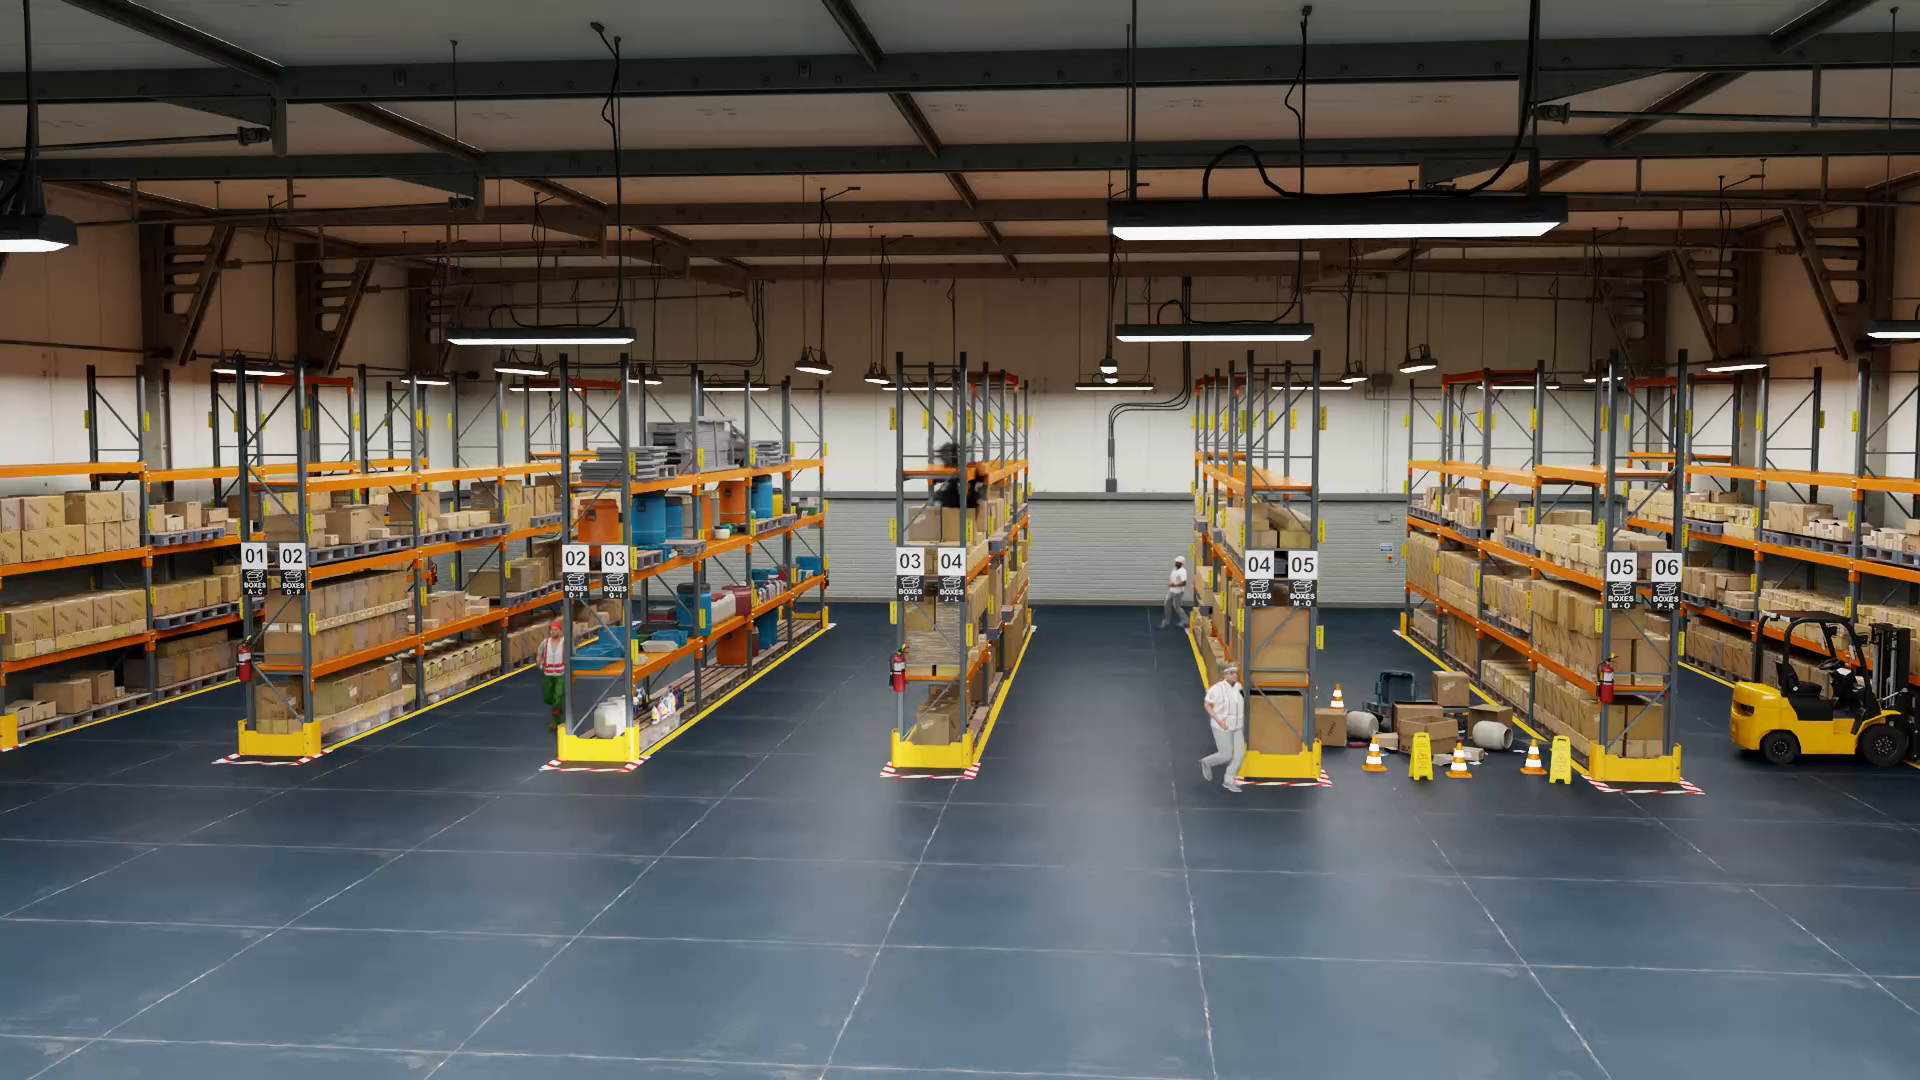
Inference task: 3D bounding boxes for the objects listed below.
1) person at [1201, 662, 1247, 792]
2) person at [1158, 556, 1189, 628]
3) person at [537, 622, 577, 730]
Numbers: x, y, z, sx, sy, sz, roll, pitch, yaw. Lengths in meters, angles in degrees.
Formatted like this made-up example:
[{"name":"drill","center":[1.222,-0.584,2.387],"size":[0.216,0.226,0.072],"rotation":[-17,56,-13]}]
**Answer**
[{"name":"person","center":[3.606,2.532,22.707],"size":[0.678,1.776,0.650],"rotation":[-3,5,-38]},{"name":"person","center":[5.250,1.279,40.265],"size":[0.706,1.782,0.735],"rotation":[-1,4,-17]},{"name":"person","center":[-6.588,2.197,27.173],"size":[0.653,1.750,0.720],"rotation":[0,4,1]}]
